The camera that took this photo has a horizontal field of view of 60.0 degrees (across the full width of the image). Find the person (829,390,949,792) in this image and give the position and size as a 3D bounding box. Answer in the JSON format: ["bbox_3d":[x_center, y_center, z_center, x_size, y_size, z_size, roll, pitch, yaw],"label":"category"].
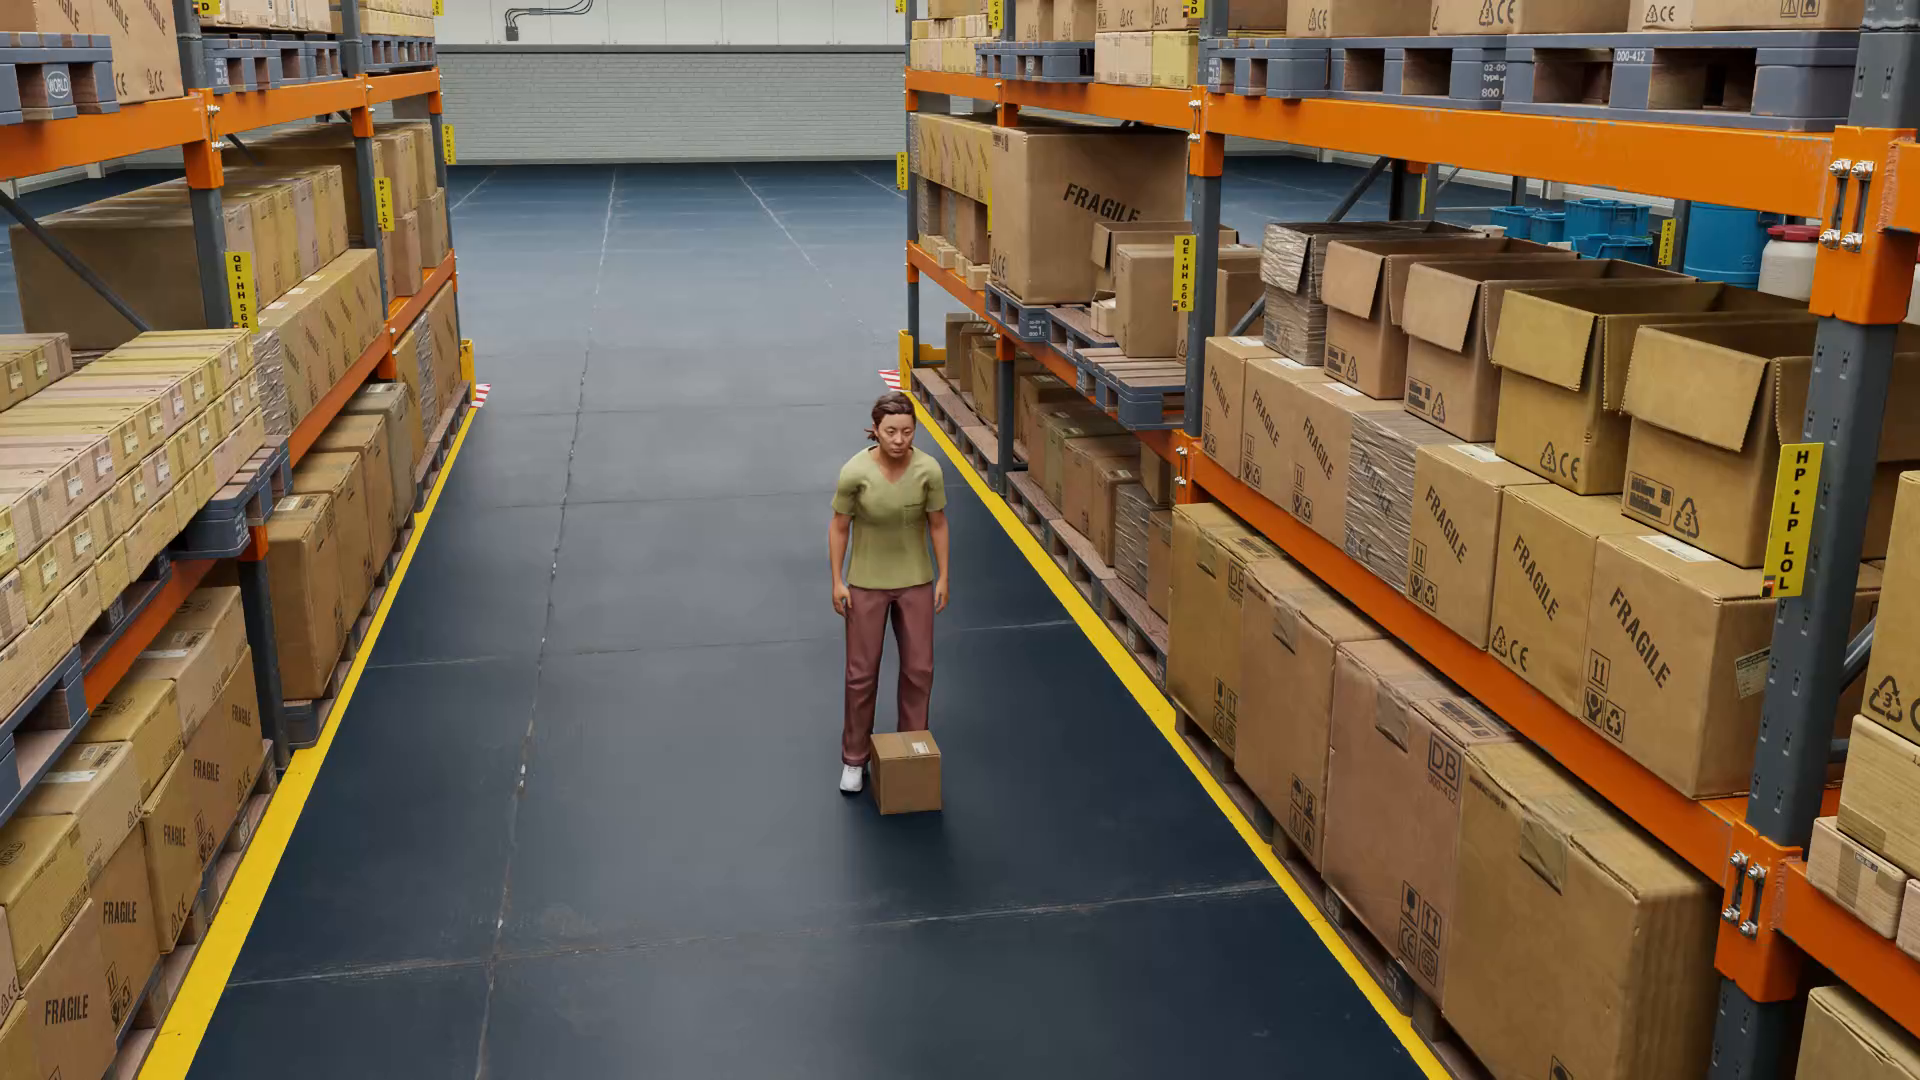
[{"bbox_3d":[-0.278,0.208,6.832,0.499,1.673,0.405,-3,17,-10],"label":"person"}]
